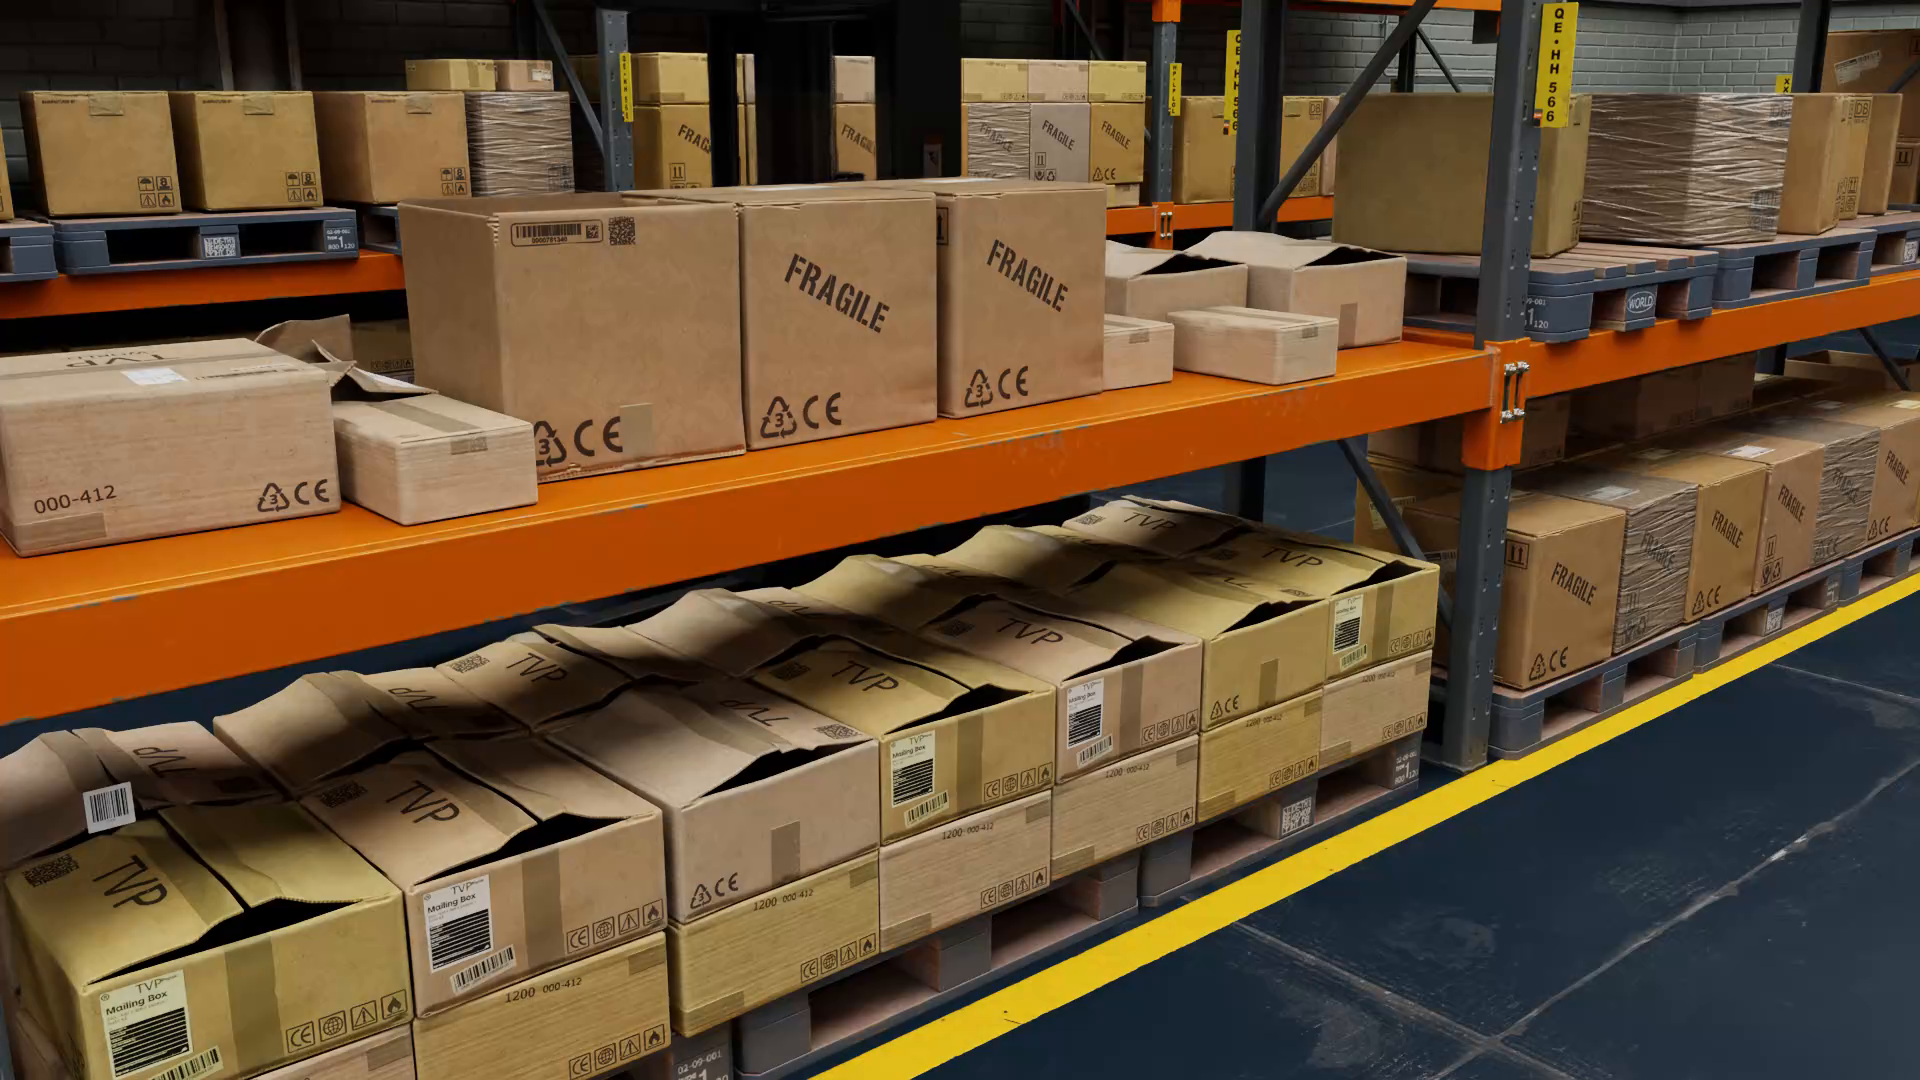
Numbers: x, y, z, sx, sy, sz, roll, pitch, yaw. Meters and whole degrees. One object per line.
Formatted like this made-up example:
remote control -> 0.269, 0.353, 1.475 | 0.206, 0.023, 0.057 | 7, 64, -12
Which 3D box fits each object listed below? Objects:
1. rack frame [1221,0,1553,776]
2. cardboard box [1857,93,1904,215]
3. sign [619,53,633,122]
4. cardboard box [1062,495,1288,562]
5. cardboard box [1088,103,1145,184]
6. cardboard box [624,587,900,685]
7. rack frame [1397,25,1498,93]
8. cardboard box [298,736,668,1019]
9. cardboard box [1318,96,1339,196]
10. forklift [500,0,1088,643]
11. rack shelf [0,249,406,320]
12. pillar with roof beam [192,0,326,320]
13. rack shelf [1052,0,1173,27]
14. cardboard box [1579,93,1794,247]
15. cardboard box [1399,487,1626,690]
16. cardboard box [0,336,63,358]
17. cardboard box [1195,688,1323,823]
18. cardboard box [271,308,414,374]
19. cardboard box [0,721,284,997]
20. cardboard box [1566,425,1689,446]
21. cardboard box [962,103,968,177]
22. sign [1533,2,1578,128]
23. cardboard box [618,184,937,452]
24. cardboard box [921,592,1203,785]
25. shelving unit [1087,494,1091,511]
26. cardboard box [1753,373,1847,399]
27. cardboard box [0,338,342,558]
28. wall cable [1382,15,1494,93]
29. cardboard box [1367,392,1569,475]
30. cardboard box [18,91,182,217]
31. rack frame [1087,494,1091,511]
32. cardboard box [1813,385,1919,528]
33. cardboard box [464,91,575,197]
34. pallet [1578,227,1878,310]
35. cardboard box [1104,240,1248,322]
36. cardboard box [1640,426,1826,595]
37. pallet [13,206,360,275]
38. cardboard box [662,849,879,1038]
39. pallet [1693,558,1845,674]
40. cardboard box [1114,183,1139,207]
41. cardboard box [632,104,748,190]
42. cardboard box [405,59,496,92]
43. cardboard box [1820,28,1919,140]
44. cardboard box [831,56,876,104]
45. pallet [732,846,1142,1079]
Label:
rack frame -> 1.253, -0.838, 5.076 | 0.127, 3.000, 1.000 | -13, 19, -39
cardboard box -> 3.766, -1.730, 7.408 | 0.700, 0.500, 0.500 | 8, 17, 28
sign -> -1.638, -2.219, 8.155 | 0.005, 0.325, 0.100 | -13, 19, -39
cardboard box -> 0.665, 0.048, 5.186 | 0.500, 0.311, 0.500 | -12, 19, -38
cardboard box -> 0.833, -2.554, 10.690 | 0.500, 0.500, 0.500 | -13, 20, -40
cardboard box -> -0.499, 0.312, 4.198 | 0.500, 0.311, 0.500 | -13, 20, -40
rack frame -> 4.034, -3.157, 13.757 | 0.127, 3.000, 1.000 | -13, 19, -39
cardboard box -> -0.908, 0.589, 3.161 | 0.500, 0.311, 0.500 | -13, 20, -40
cardboard box -> 2.533, -2.961, 12.442 | 0.700, 0.700, 0.980 | -14, 20, -42
forklift -> -0.765, -1.190, 6.526 | 1.130, 2.935, 3.031 | 13, 20, 39
rack shelf -> -3.510, -1.116, 7.508 | 4.000, 0.370, 1.077 | -13, 19, -39
pillar with roof beam -> -0.724, -3.810, 4.578 | 0.400, 9.000, 9.100 | -13, 19, -39
rack shelf -> -0.493, -3.242, 9.658 | 4.000, 0.370, 1.077 | -13, 19, -39
cardboard box -> 2.469, -1.336, 5.931 | 0.500, 0.500, 0.700 | -9, 17, -29
cardboard box -> 1.784, 0.135, 5.422 | 0.500, 0.500, 0.500 | -12, 19, -37
cardboard box -> -4.145, -0.695, 7.077 | 0.500, 0.250, 0.500 | -13, 20, -41
cardboard box -> 0.630, 0.512, 4.536 | 0.500, 0.250, 0.500 | -13, 20, -40
cardboard box -> -2.982, -0.953, 8.042 | 0.500, 0.250, 0.500 | -12, 19, -38
cardboard box -> -1.647, 0.570, 3.233 | 0.500, 0.311, 0.500 | -13, 19, -39
cardboard box -> 2.587, -0.225, 6.771 | 0.500, 0.500, 0.500 | -14, 20, -41
cardboard box -> -0.303, -2.297, 9.727 | 0.500, 0.500, 0.500 | -12, 19, -38
sign -> 1.620, -1.290, 4.524 | 0.005, 0.325, 0.100 | -13, 19, -39
cardboard box -> -0.399, -0.510, 3.653 | 0.500, 0.500, 0.500 | -13, 19, -39
cardboard box -> 0.249, 0.327, 4.140 | 0.500, 0.311, 0.500 | -13, 20, -40
shelving unit -> 0.395, -0.700, 8.046 | 0.258, 1.200, 0.503 | 13, 20, 39
cardboard box -> 3.746, -0.486, 7.749 | 0.500, 0.500, 0.500 | -14, 20, -42
cardboard box -> -1.422, -0.180, 2.902 | 0.500, 0.250, 0.500 | -11, 19, -36
wall cable -> 4.379, -4.049, 15.128 | 1.851, 1.984, 0.084 | -13, 19, -39
cardboard box -> 1.844, -0.420, 6.048 | 0.500, 0.250, 0.500 | -12, 19, -37
cardboard box -> -3.710, -1.676, 7.165 | 0.500, 0.500, 0.700 | -10, 18, -32
rack frame -> 0.556, -0.748, 8.224 | 0.240, 1.200, 0.015 | 13, 20, 39
cardboard box -> 4.086, -0.381, 7.357 | 0.500, 0.500, 0.500 | -13, 20, -40
cardboard box -> -2.349, -1.981, 8.309 | 0.700, 0.500, 0.500 | 13, 20, 40
pallet -> 2.717, -1.076, 6.337 | 1.213, 0.211, 1.003 | -13, 19, -39
cardboard box -> 0.451, -0.681, 4.661 | 0.500, 0.311, 0.500 | -13, 20, -40
cardboard box -> 2.947, -0.128, 6.407 | 0.500, 0.500, 0.500 | -14, 20, -41
pallet -> -3.468, -1.366, 7.423 | 1.213, 0.211, 1.003 | -13, 19, -39
cardboard box -> -0.522, 0.770, 3.569 | 0.500, 0.250, 0.500 | -13, 20, -41
pallet -> 2.761, 0.184, 6.651 | 1.213, 0.211, 1.003 | -13, 19, -39
cardboard box -> 0.947, -2.256, 10.830 | 0.250, 0.149, 0.380 | -12, 19, -39
cardboard box -> -1.467, -2.036, 8.751 | 0.500, 0.500, 0.500 | -12, 19, -38
cardboard box -> -2.475, -2.255, 8.075 | 0.380, 0.149, 0.250 | 12, 19, 38
cardboard box -> 4.482, -2.183, 7.980 | 0.500, 0.500, 0.500 | -13, 19, -39
cardboard box -> -0.710, -2.569, 9.295 | 0.500, 0.250, 0.500 | -12, 19, -39
pallet -> -0.313, 0.846, 4.172 | 1.213, 0.211, 1.003 | -13, 19, -39
